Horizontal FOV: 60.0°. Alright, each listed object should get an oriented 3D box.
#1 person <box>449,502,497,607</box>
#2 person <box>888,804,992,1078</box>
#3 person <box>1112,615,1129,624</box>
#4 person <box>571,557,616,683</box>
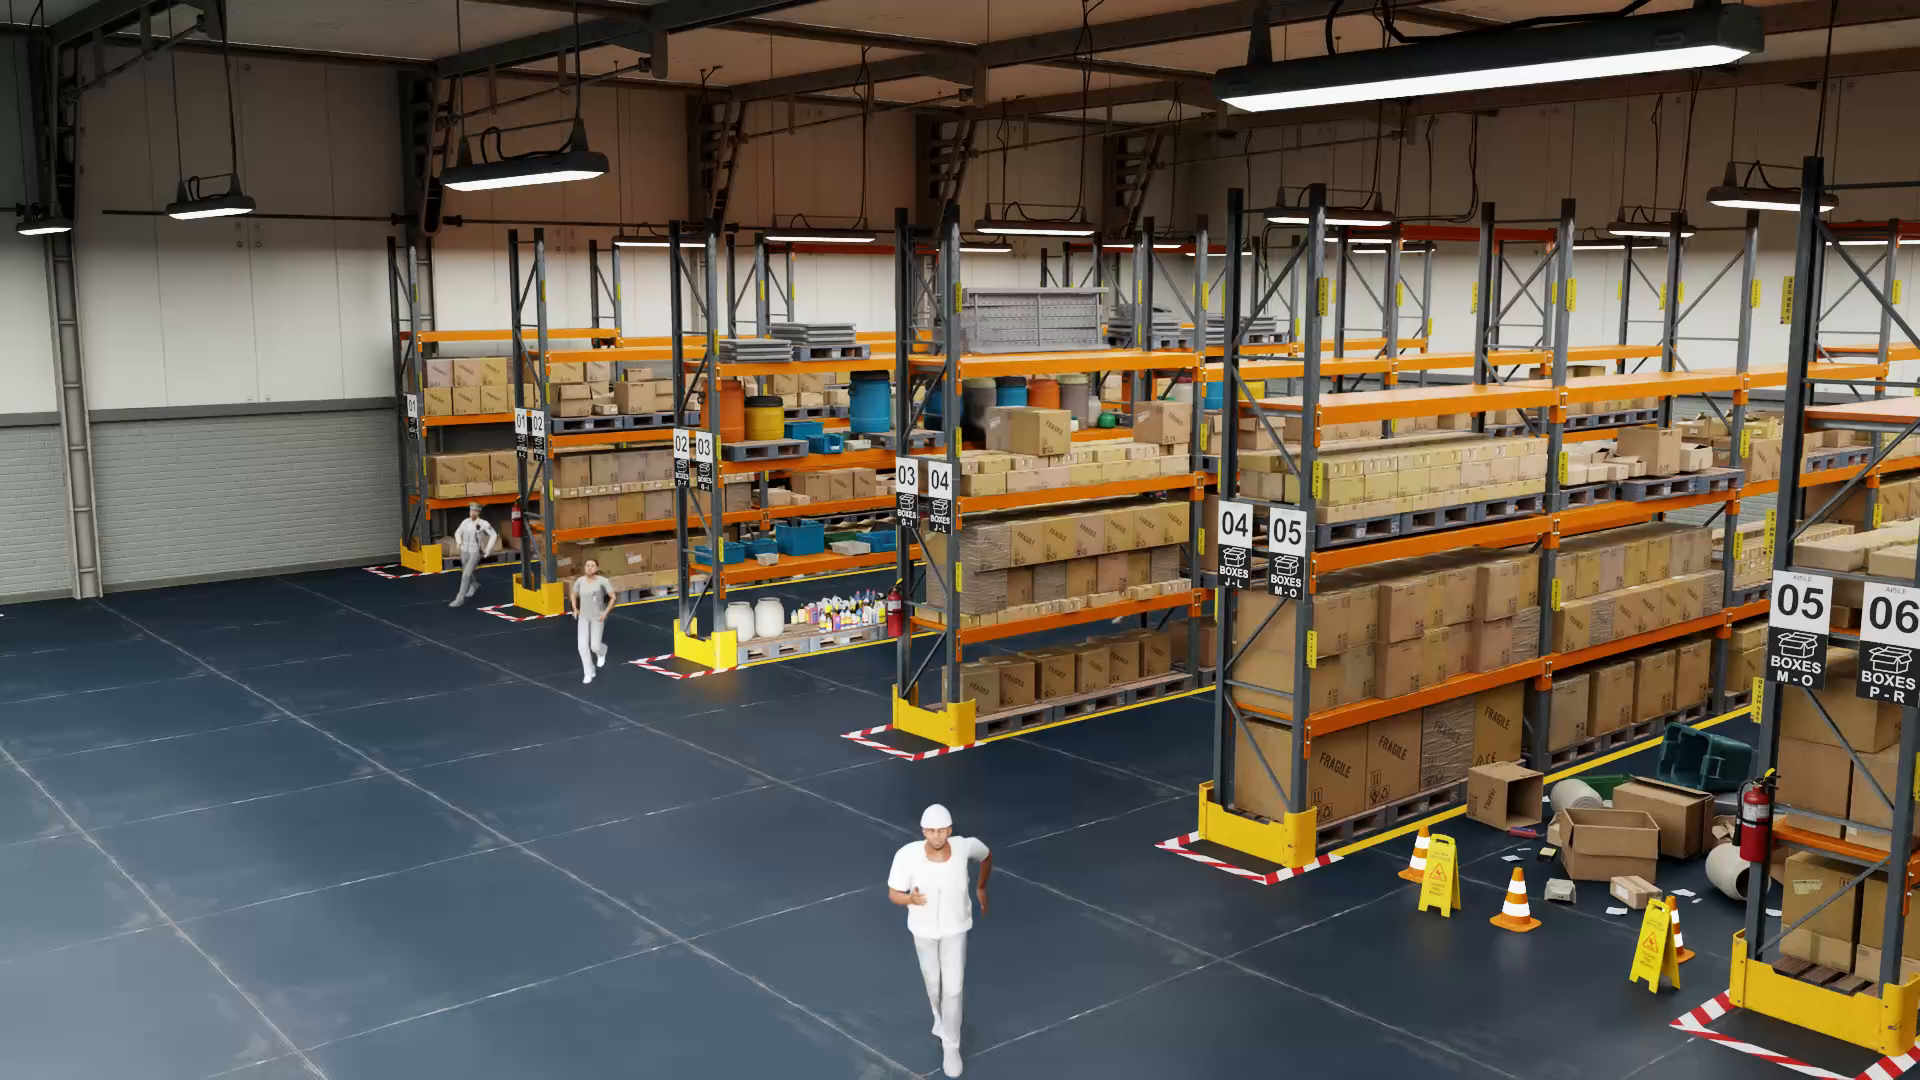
[{"bbox_3d":[-7.881,0.207,26.913,0.671,1.659,0.925,2,9,15],"label":"person"},{"bbox_3d":[-0.139,2.623,11.088,0.648,1.833,0.832,1,9,6],"label":"person"},{"bbox_3d":[2.534,0.298,24.194,0.691,1.780,0.888,7,11,39],"label":"person"},{"bbox_3d":[-4.825,0.985,21.937,0.600,1.553,0.647,1,9,4],"label":"person"}]
